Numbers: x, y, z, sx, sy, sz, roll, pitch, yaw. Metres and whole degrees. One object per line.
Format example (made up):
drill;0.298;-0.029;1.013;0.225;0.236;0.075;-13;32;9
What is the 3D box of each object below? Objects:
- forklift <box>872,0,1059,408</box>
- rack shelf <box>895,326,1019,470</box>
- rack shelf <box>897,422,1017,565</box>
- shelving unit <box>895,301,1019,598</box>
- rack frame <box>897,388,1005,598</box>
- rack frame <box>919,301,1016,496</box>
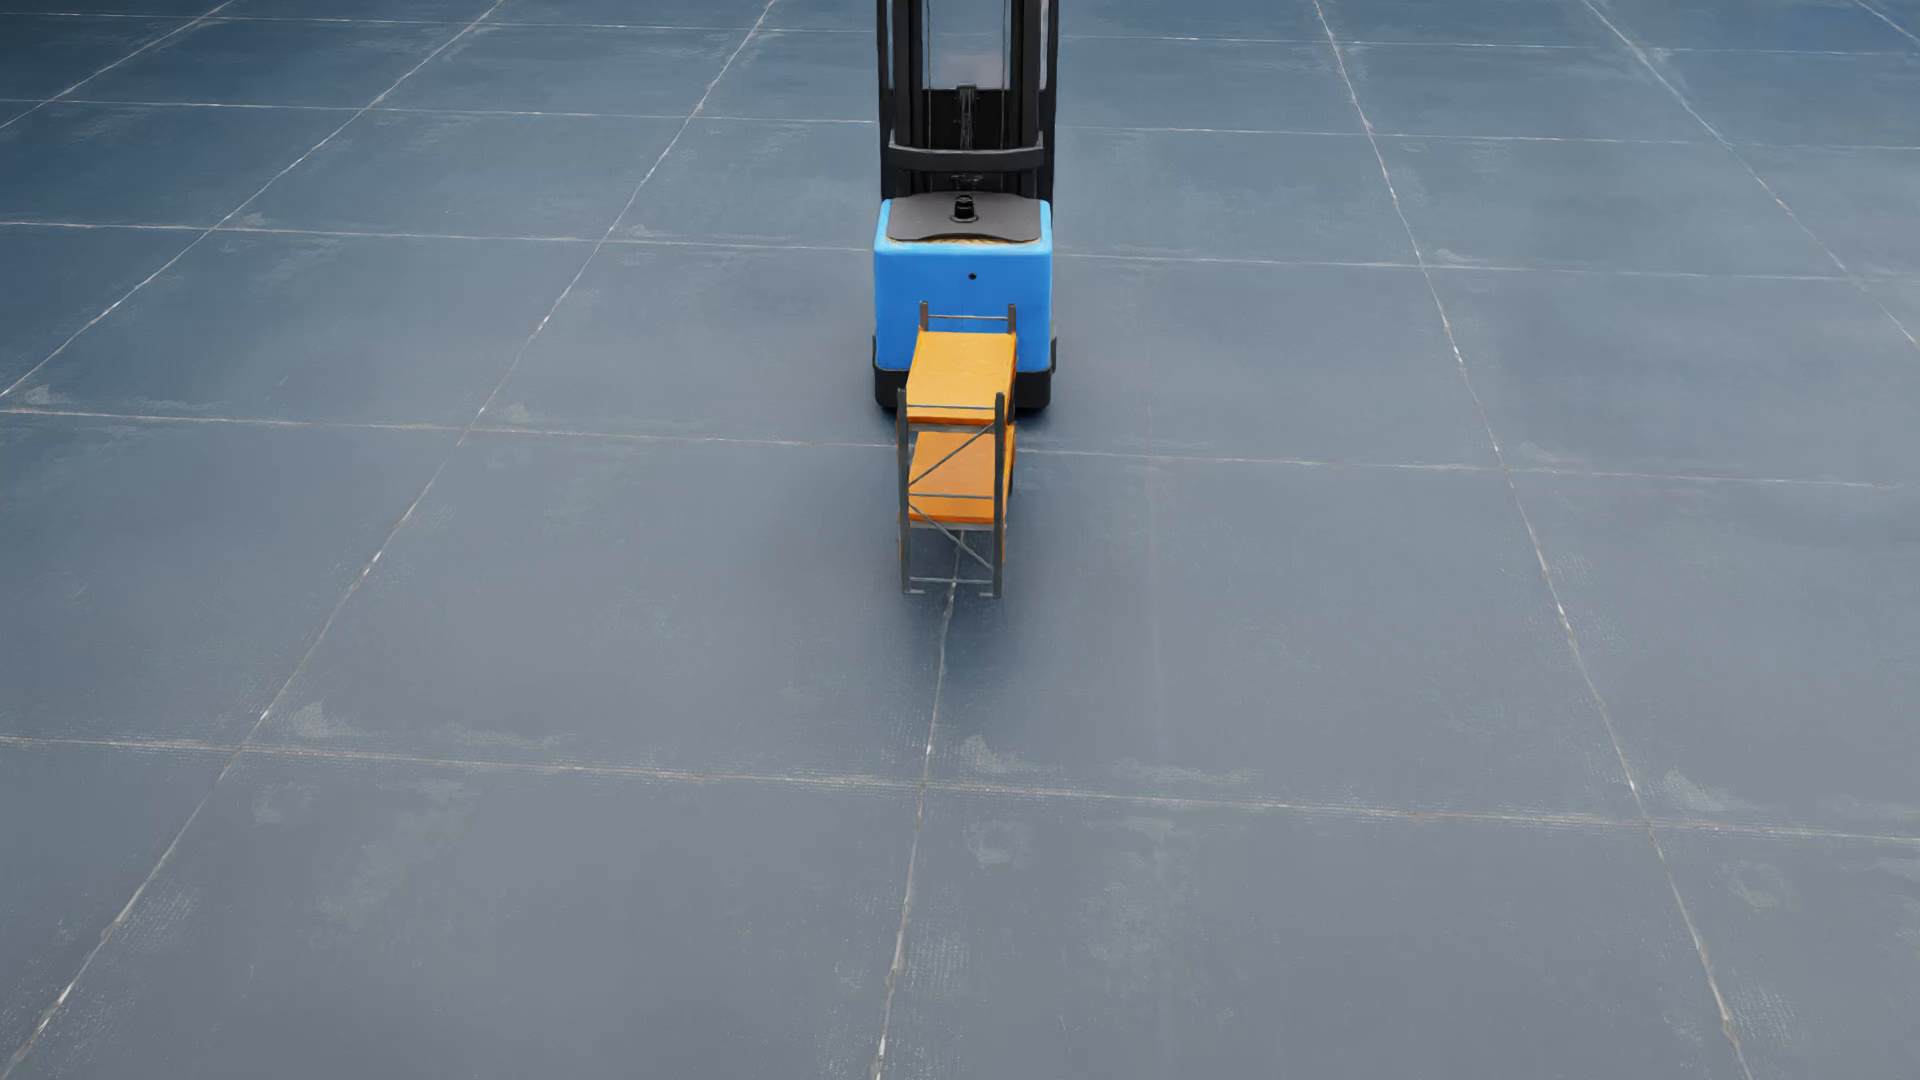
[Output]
forklift;0.052;-2.768;10.447;1.130;2.935;3.031;1;32;1
rack shelf;-0.001;-0.725;8.296;0.538;0.278;1.000;2;32;4
rack shelf;-0.001;-0.267;8.577;0.538;0.278;1.000;2;32;4
shelving unit;-0.001;-0.475;8.449;0.538;1.125;1.048;2;32;4
rack frame;-0.042;-0.210;8.018;0.500;1.125;0.032;2;32;4
rack frame;0.041;-0.741;8.880;0.500;1.125;0.032;2;32;4
